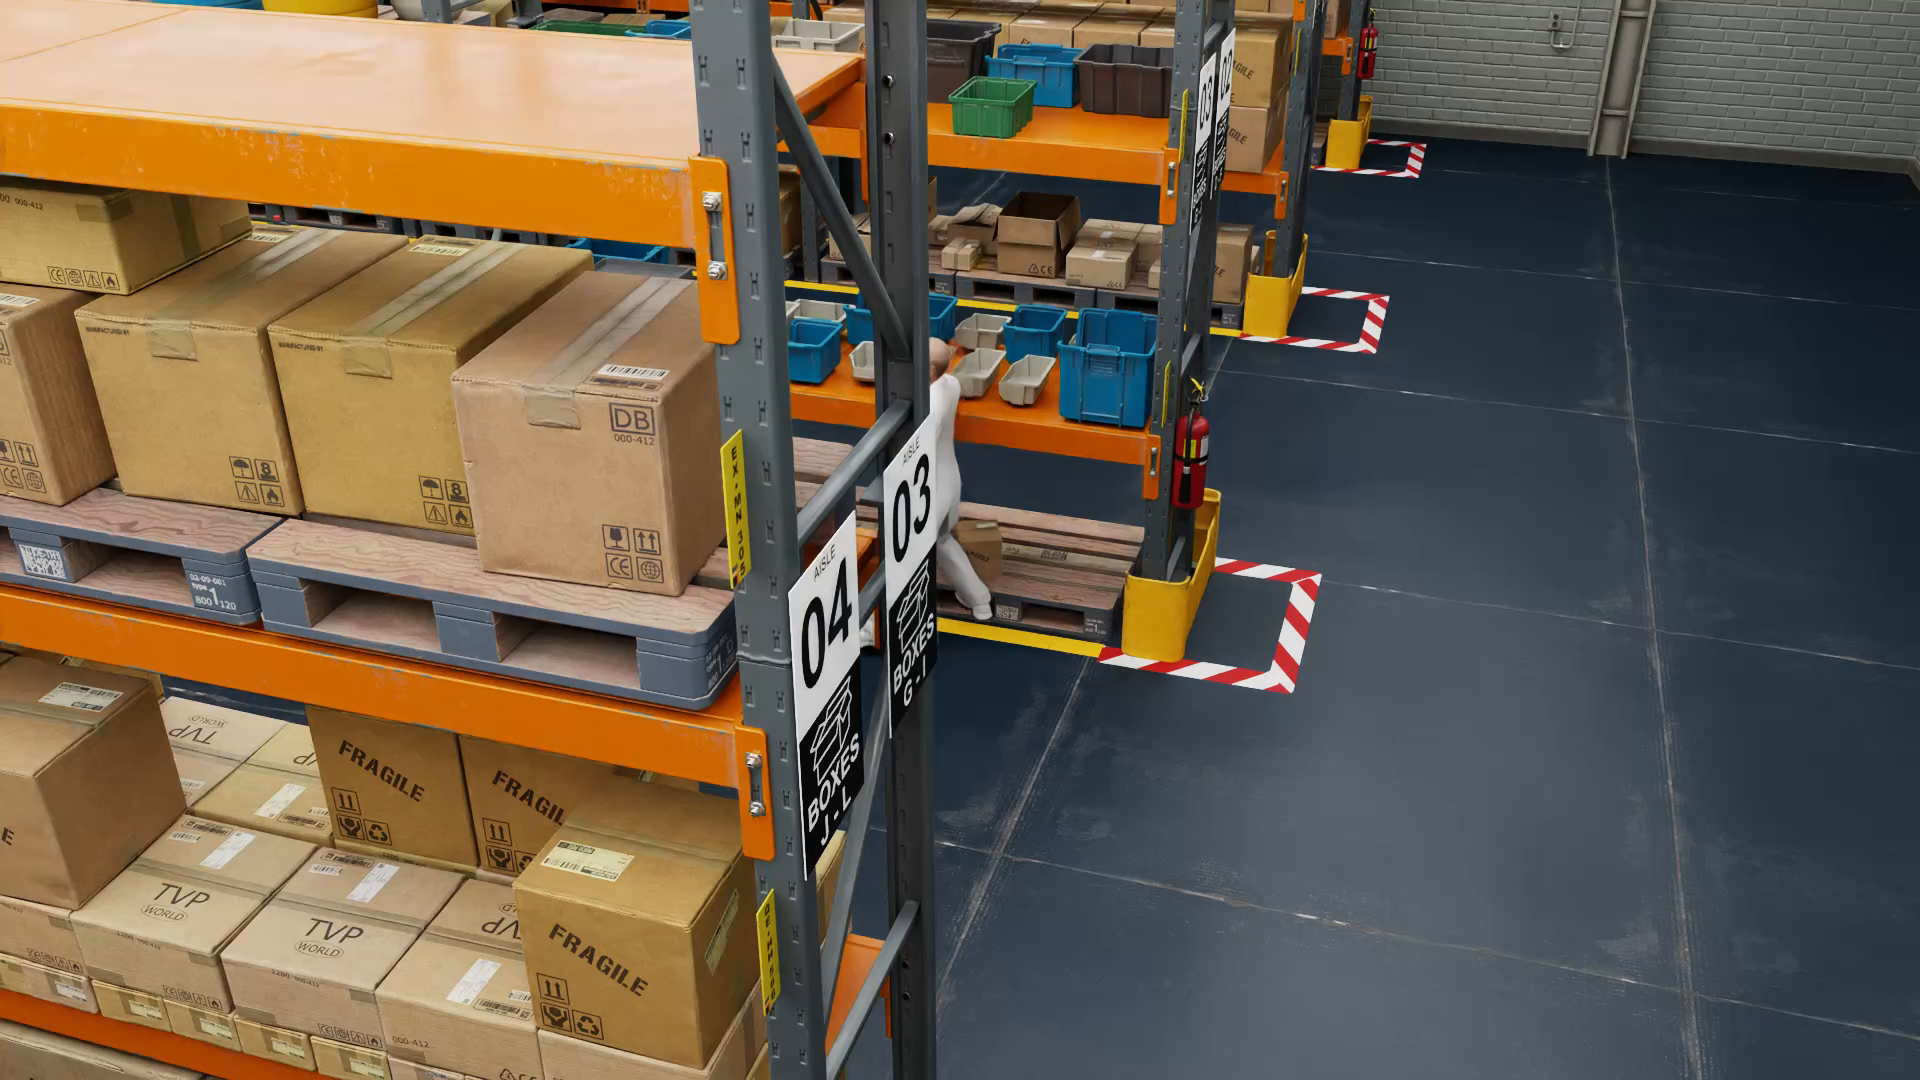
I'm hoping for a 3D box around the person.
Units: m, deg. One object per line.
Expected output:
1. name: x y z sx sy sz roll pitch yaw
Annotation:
1. person: -0.234 -0.259 8.948 0.789 1.742 0.736 10 30 17
